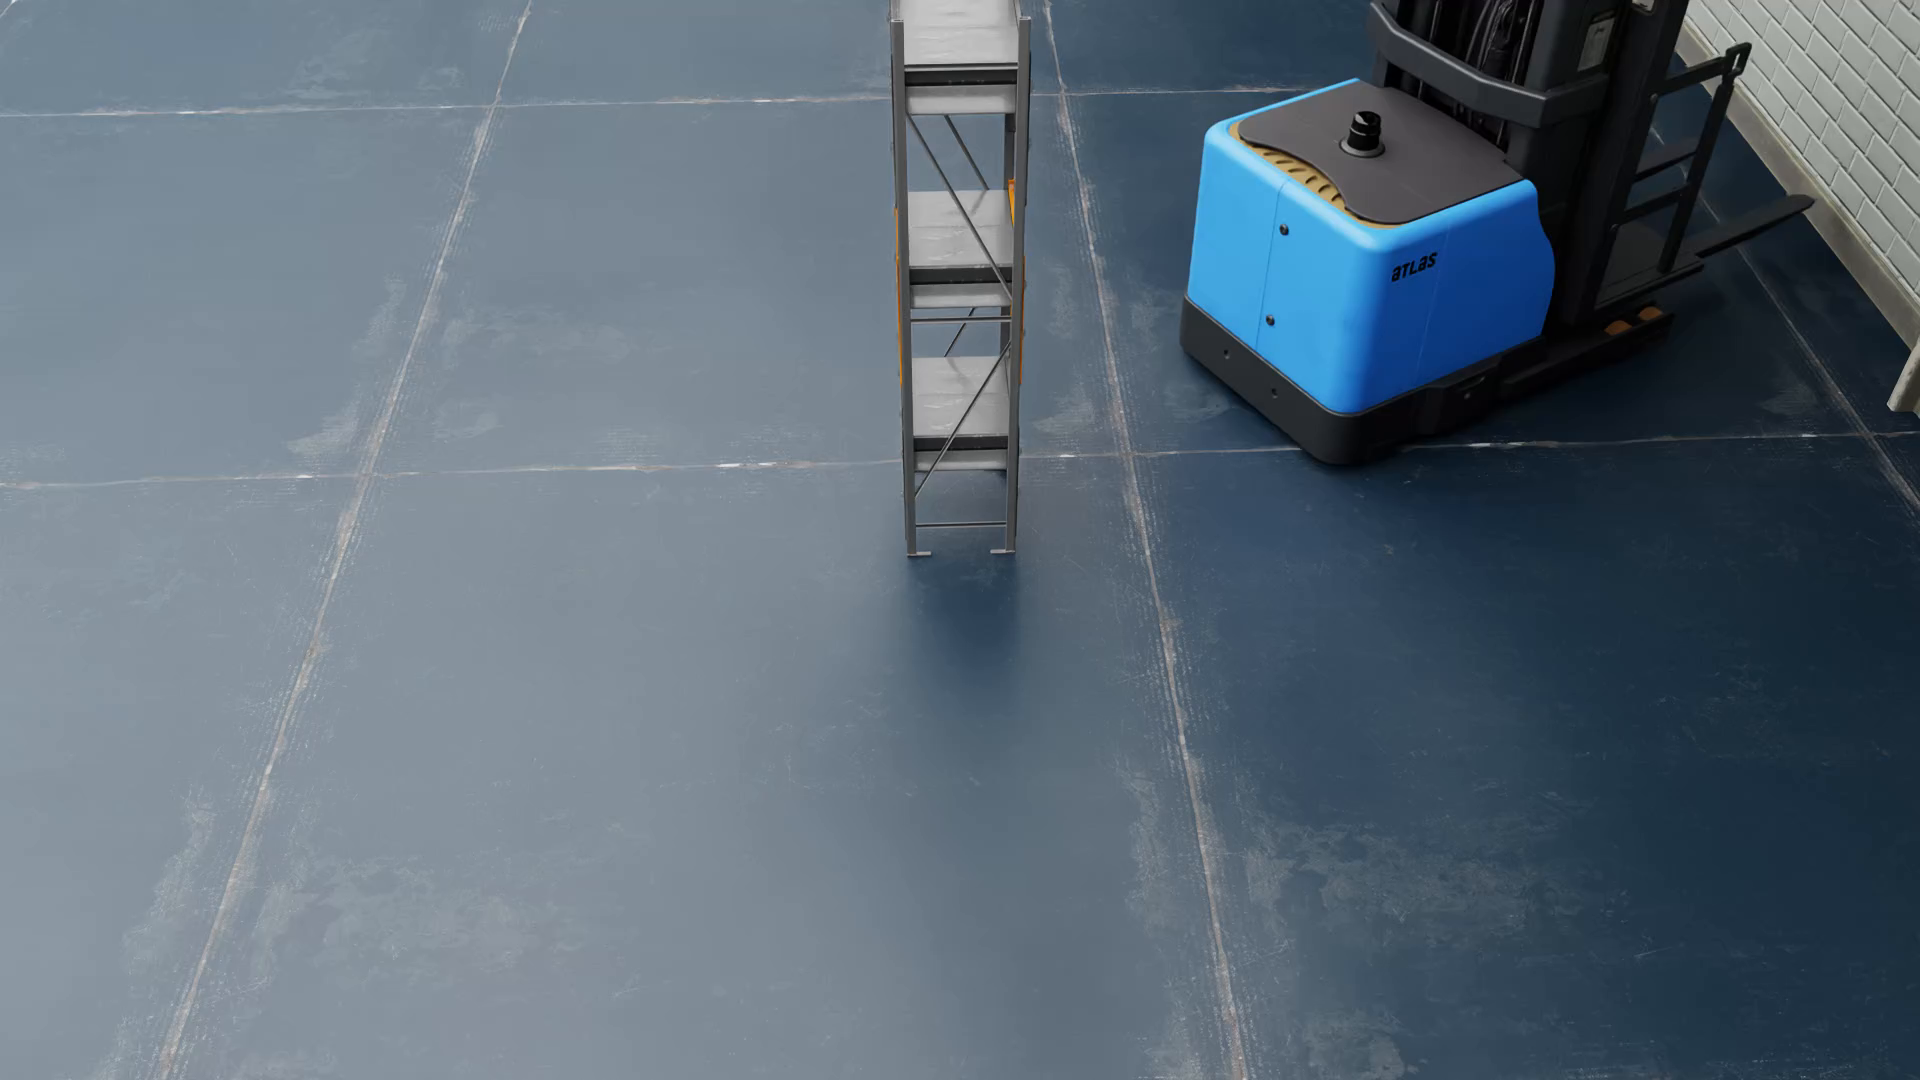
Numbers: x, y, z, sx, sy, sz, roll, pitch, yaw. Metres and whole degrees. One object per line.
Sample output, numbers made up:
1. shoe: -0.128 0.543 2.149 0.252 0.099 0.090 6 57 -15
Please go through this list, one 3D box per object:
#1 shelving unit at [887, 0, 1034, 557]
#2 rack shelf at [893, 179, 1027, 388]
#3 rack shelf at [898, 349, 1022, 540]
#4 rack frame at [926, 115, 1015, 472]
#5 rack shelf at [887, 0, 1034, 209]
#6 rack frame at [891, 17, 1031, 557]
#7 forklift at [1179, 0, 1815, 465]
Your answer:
1. shelving unit: -0.007 -0.886 5.662 0.431 2.100 0.503 -2 43 -2
2. rack shelf: -0.007 -0.876 5.672 0.431 0.518 0.480 -2 43 -2
3. rack shelf: -0.007 -0.360 6.145 0.431 0.518 0.480 -2 43 -2
4. rack frame: -0.017 -1.051 5.842 0.400 2.100 0.015 -2 43 -2
5. rack shelf: -0.007 -1.392 5.199 0.431 0.518 0.480 -2 43 -2
6. rack frame: 0.003 -0.721 5.483 0.400 2.100 0.015 -2 43 -2
7. forklift: 2.456 -2.130 6.405 3.031 2.935 1.130 -23 47 -23
